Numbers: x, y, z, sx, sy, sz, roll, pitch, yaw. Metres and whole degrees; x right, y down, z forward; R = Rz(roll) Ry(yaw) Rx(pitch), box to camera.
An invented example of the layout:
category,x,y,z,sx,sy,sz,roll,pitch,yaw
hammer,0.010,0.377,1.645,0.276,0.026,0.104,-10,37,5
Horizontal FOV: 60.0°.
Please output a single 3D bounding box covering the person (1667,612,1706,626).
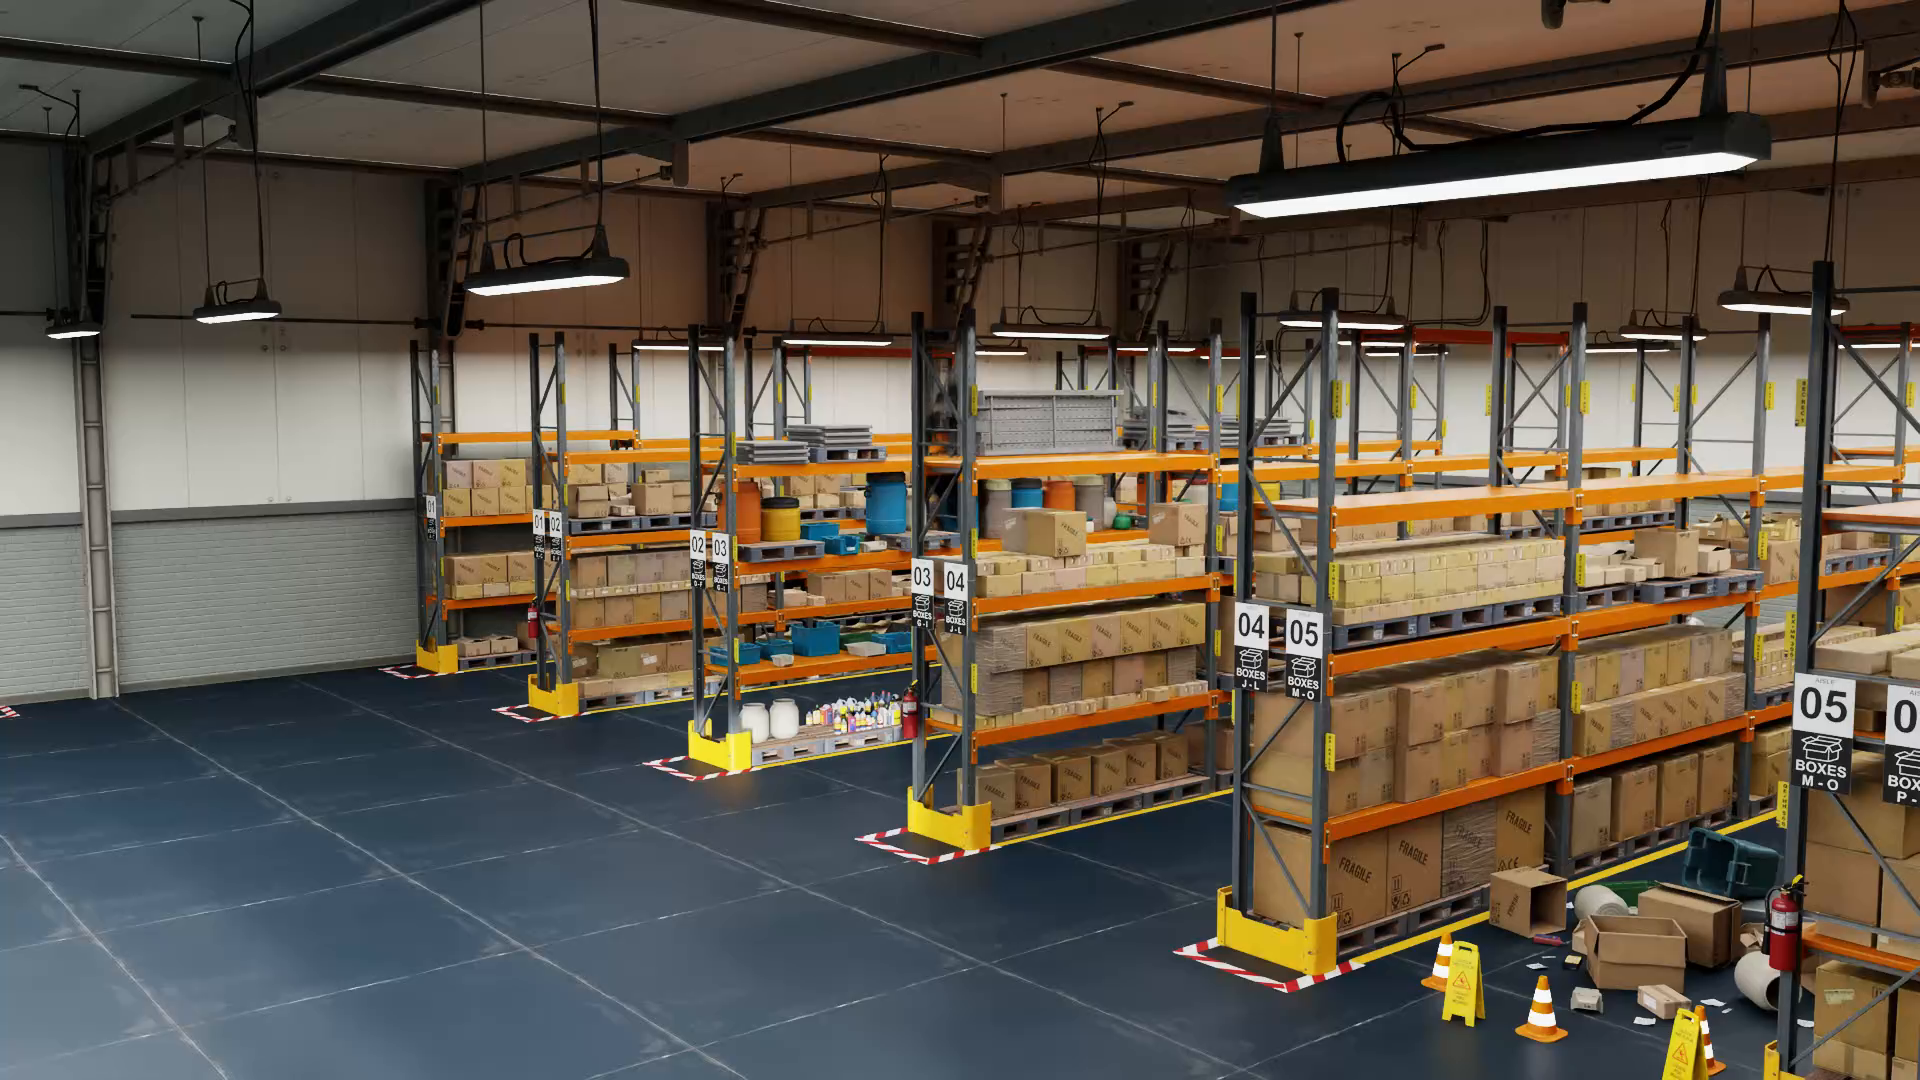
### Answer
category,x,y,z,sx,sy,sz,roll,pitch,yaw
person,11.535,1.845,26.542,0.735,1.811,0.642,-4,7,-39
